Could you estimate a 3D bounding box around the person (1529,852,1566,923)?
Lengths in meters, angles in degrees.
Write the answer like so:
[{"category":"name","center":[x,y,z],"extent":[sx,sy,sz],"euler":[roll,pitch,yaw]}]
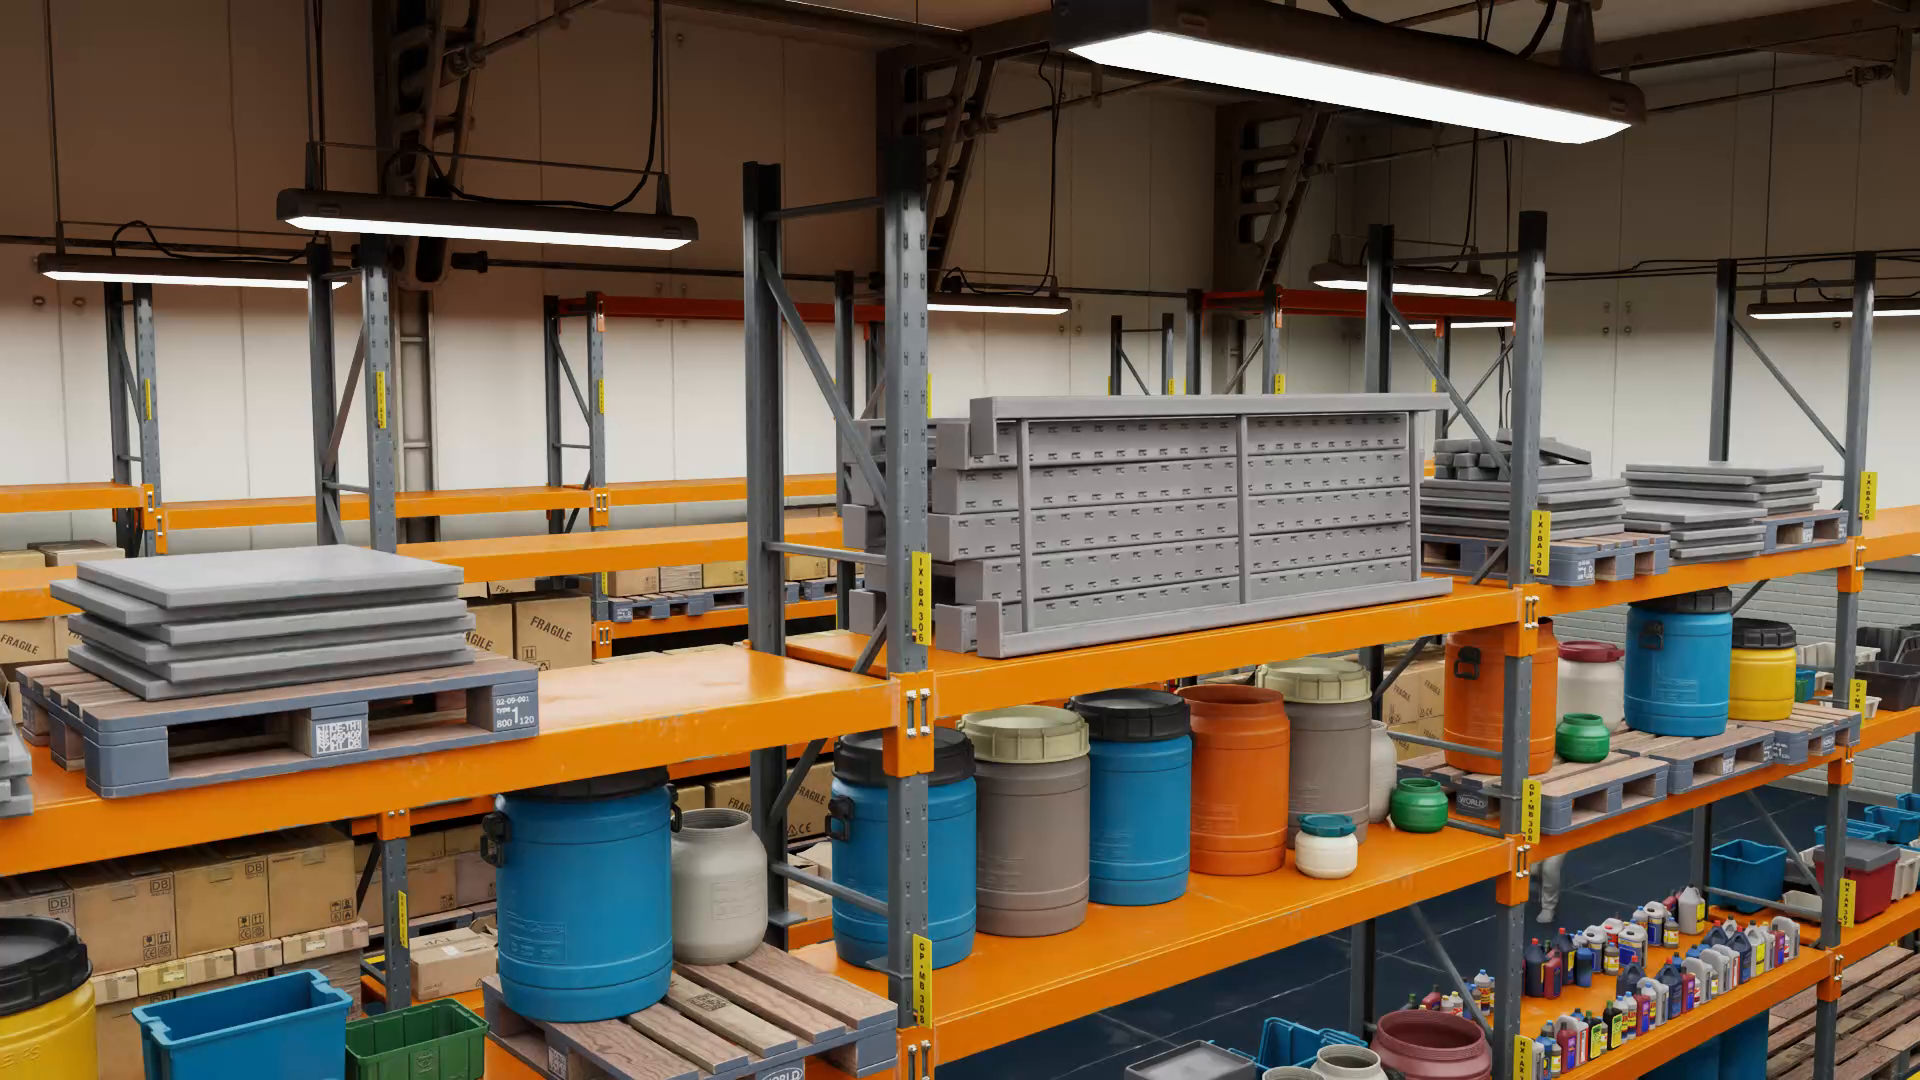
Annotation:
[{"category":"person","center":[5.672,2.771,16.024],"extent":[0.714,1.766,0.638],"euler":[3,6,30]}]
